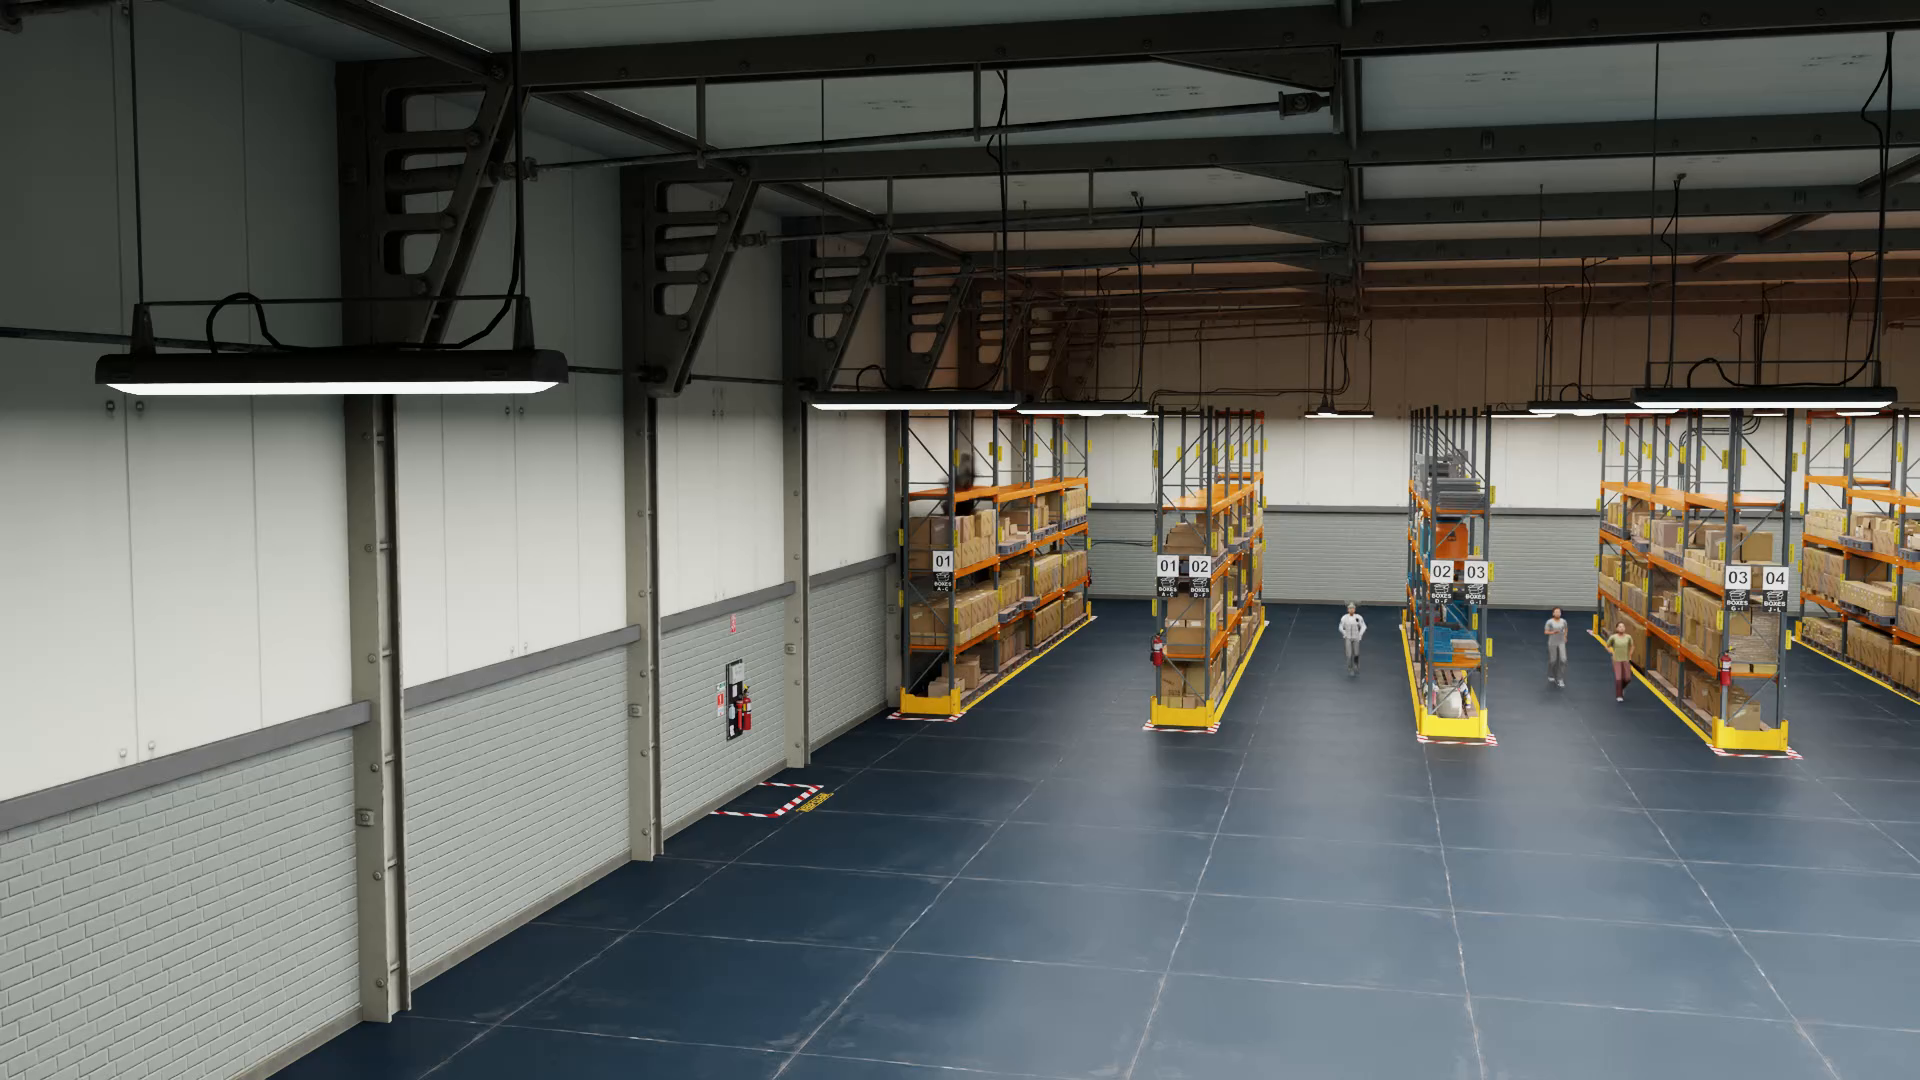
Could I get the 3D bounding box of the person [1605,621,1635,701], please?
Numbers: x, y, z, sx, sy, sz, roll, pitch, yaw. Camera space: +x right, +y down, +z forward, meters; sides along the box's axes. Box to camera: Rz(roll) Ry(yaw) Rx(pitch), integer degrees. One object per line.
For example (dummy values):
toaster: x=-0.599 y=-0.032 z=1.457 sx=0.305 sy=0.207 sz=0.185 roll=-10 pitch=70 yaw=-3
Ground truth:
person: x=13.493 y=2.472 z=33.976 sx=0.577 sy=1.620 sz=0.562 roll=1 pitch=4 yaw=11

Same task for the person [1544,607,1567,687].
person: x=12.922 y=2.301 z=36.028 sx=0.546 sy=1.717 sz=0.720 roll=0 pitch=4 yaw=5

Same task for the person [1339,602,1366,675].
person: x=8.786 y=2.218 z=37.243 sx=0.589 sy=1.653 sz=0.528 roll=1 pitch=4 yaw=14
